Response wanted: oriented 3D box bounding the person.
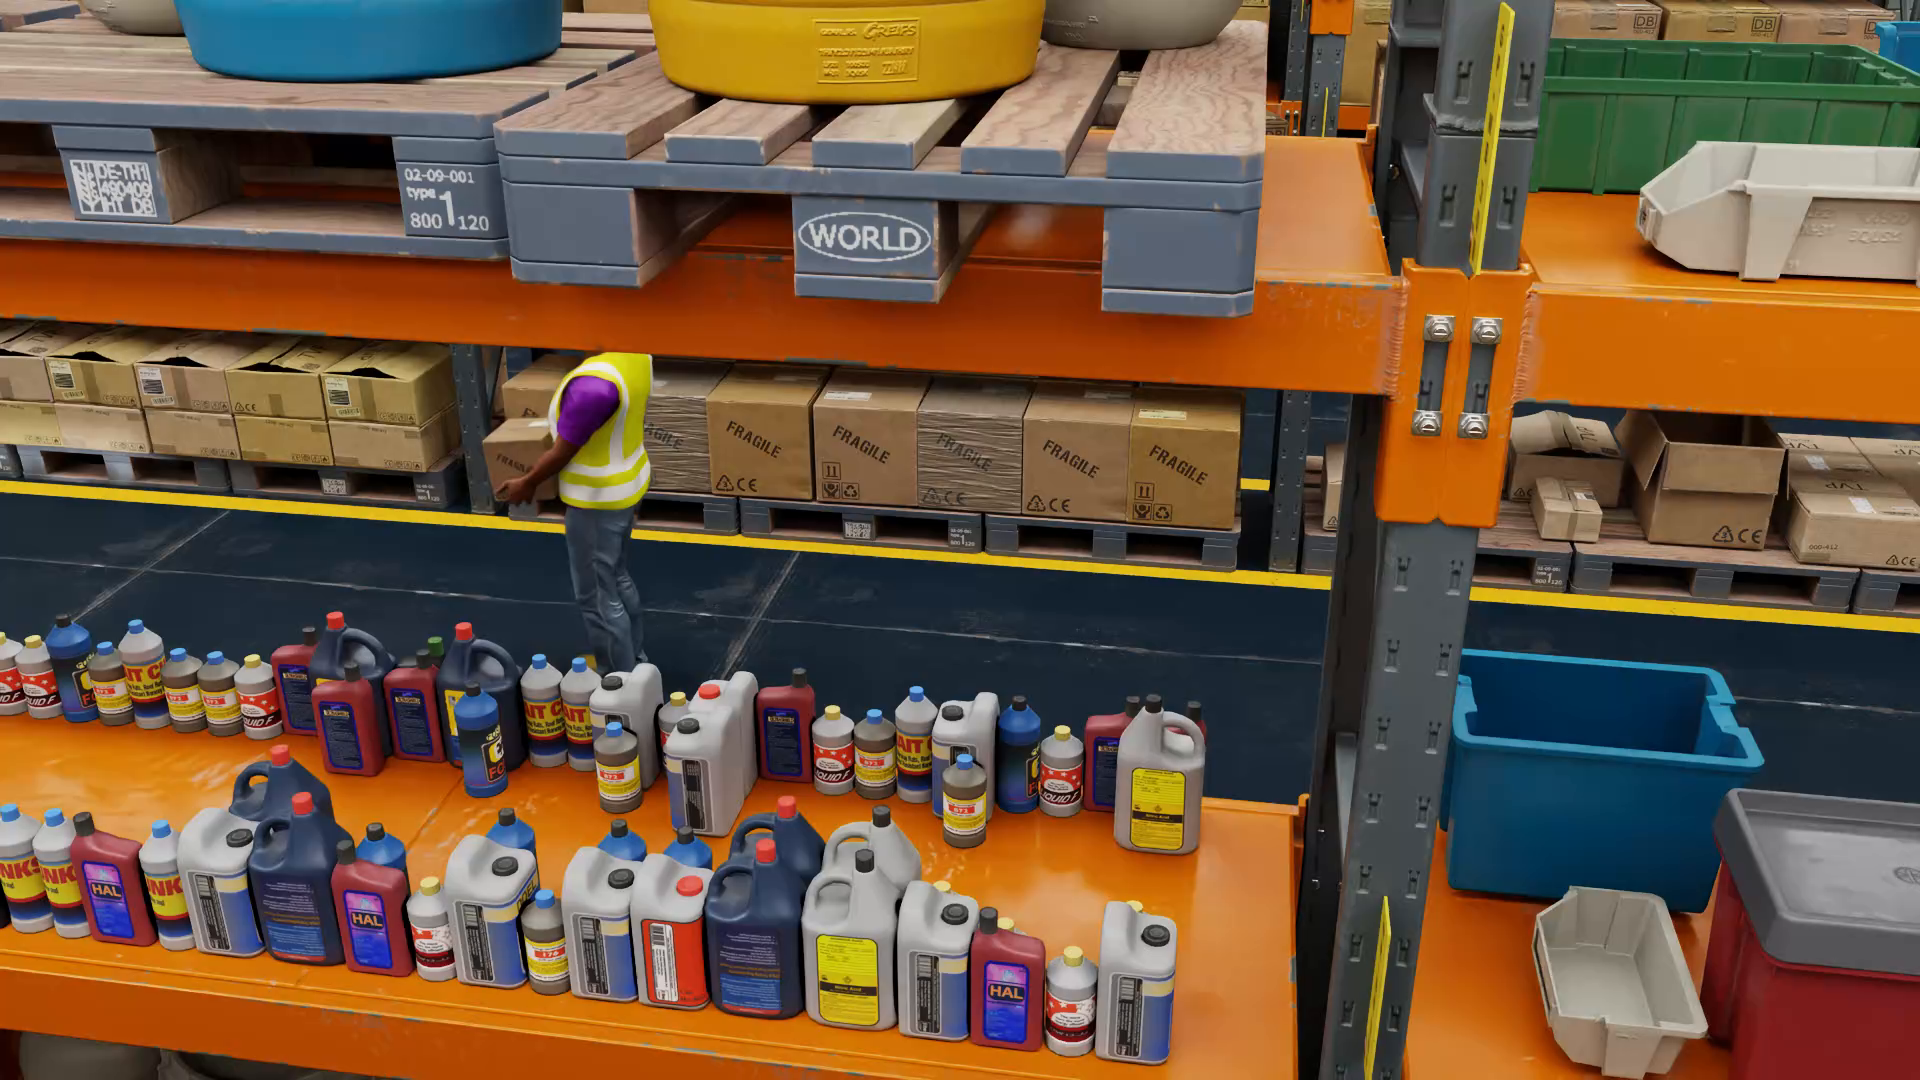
[{"bbox_3d":[-1.478,-0.162,6.473,0.573,1.730,0.513,2,25,5],"label":"person"}]
